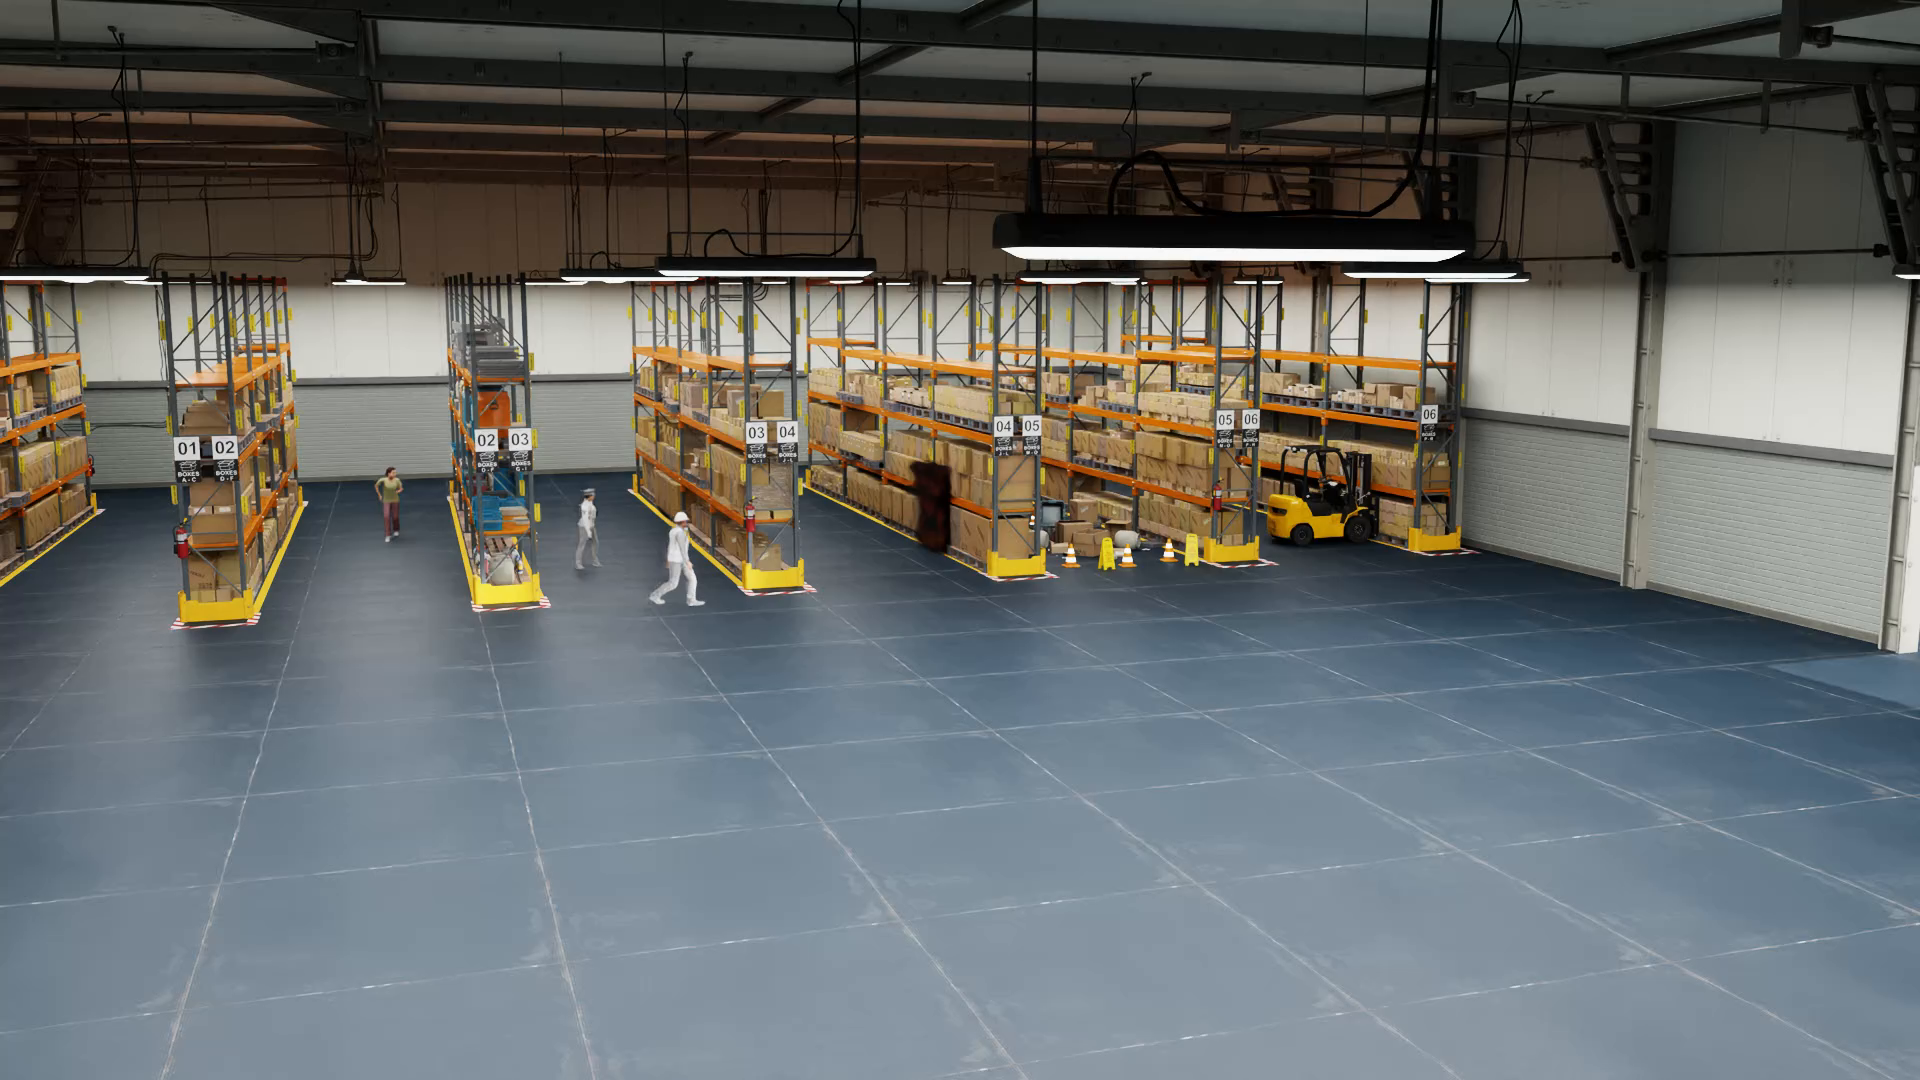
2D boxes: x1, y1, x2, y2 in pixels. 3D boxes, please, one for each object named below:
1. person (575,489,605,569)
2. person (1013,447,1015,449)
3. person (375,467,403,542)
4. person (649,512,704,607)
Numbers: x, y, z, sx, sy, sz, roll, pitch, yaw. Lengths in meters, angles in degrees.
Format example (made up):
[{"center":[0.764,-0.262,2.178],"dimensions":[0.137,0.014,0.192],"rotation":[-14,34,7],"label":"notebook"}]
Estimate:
[{"center":[-7.671,-0.219,34.213],"dimensions":[0.472,1.691,0.636],"rotation":[2,9,12],"label":"person"},{"center":[1.317,-1.441,41.513],"dimensions":[0.376,1.786,0.573],"rotation":[-3,9,-20],"label":"person"},{"center":[-13.080,-0.838,38.135],"dimensions":[0.604,1.705,0.833],"rotation":[-2,9,-13],"label":"person"},{"center":[-5.121,0.362,29.989],"dimensions":[0.968,1.726,0.491],"rotation":[0,9,3],"label":"person"}]
